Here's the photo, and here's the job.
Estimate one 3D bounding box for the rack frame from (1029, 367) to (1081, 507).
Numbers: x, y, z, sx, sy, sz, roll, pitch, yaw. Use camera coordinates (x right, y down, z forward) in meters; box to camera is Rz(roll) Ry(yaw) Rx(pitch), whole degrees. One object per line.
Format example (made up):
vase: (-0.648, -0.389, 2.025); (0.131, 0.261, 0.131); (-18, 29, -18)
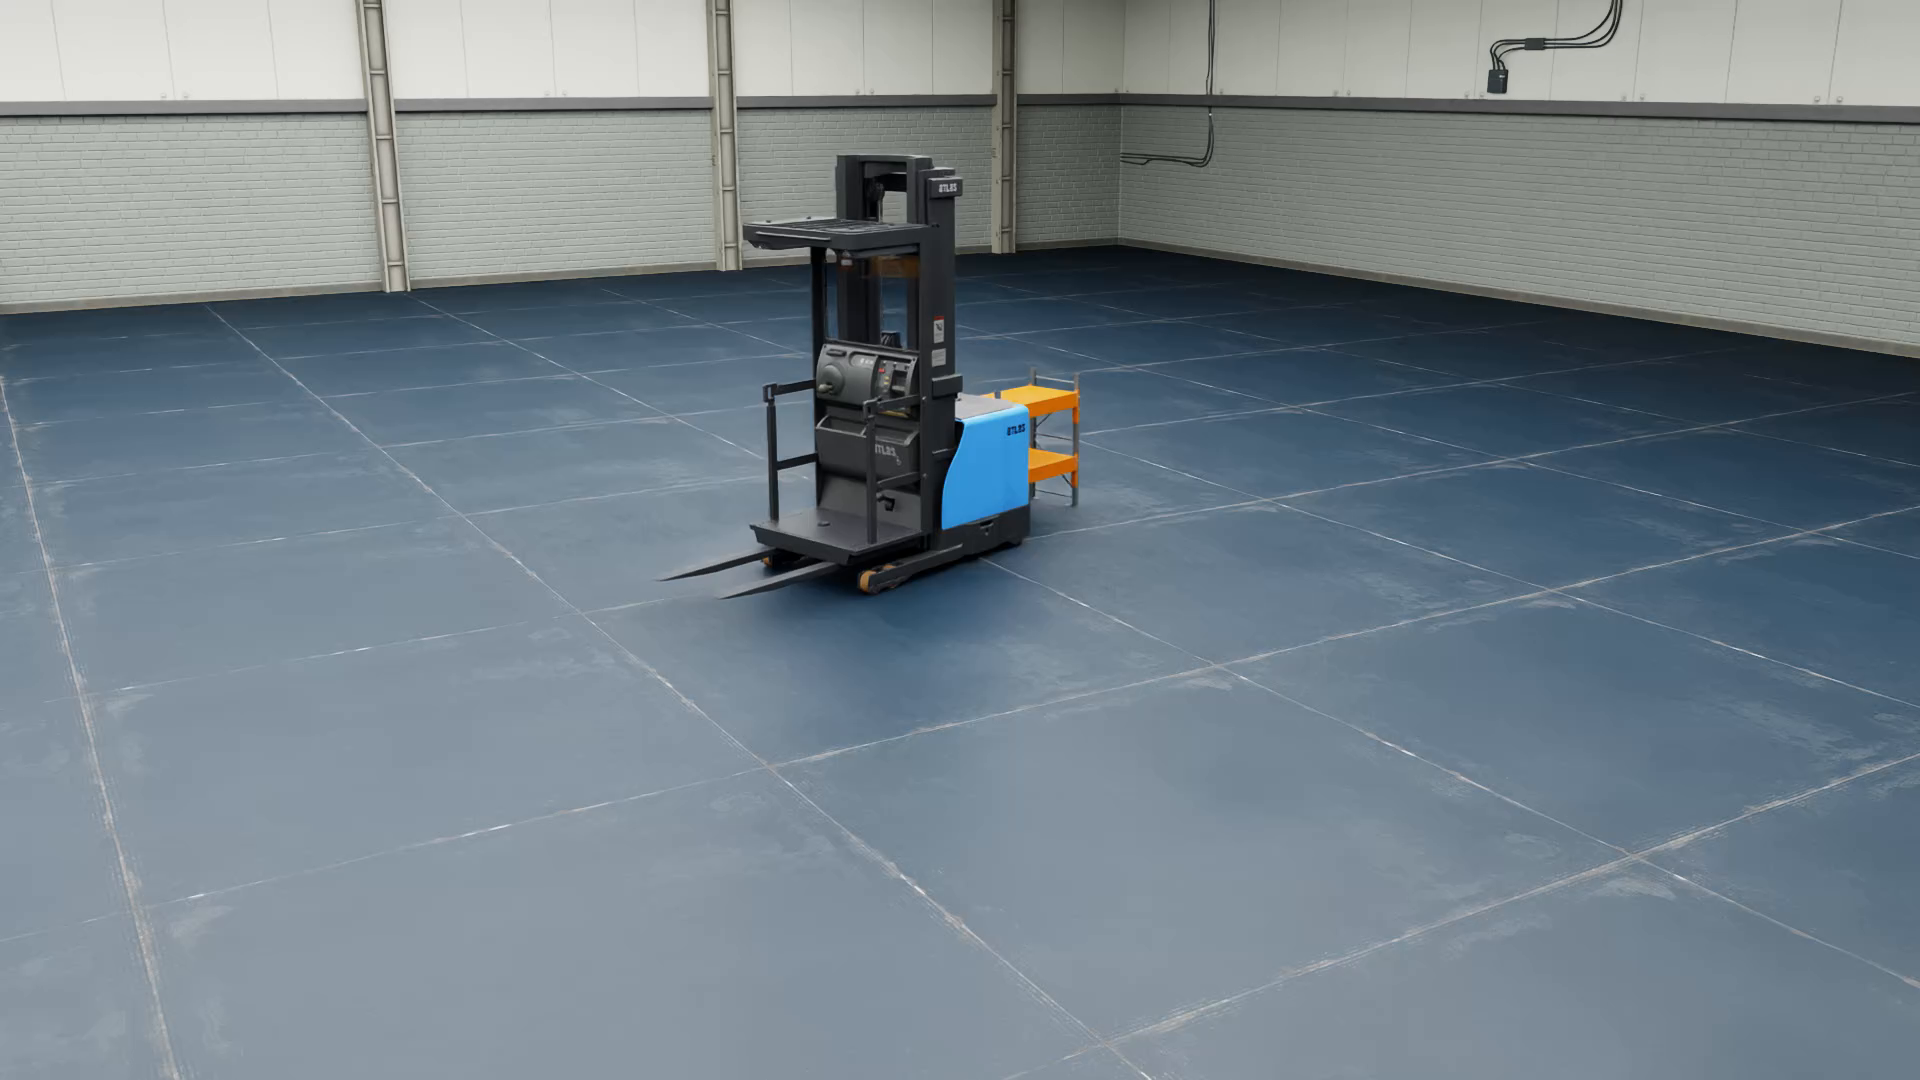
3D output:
rack frame: (0.788, -0.861, 13.899); (0.500, 1.125, 0.032); (13, 20, 39)

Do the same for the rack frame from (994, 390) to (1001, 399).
rack frame: (0.120, -0.655, 13.161); (0.500, 1.125, 0.032); (13, 20, 39)

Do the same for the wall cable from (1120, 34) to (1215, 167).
wall cable: (4.084, -8.773, 33.288); (0.112, 2.526, 3.097); (-9, 18, -30)

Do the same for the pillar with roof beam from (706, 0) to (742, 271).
pillar with roof beam: (-2.048, -8.335, 25.971); (0.400, 9.000, 9.100); (-9, 18, -30)

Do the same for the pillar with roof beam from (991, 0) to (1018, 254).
pillar with roof beam: (3.095, -9.169, 28.947); (0.400, 9.000, 9.100); (-9, 18, -30)

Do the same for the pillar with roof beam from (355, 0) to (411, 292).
pillar with roof beam: (-7.191, -7.501, 22.996); (0.400, 9.000, 9.100); (-9, 18, -30)

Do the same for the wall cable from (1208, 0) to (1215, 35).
wall cable: (5.478, -10.579, 30.374); (0.112, 2.526, 3.097); (-9, 18, -30)

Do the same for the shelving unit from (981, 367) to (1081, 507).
shelving unit: (0.454, -0.758, 13.530); (0.538, 1.125, 1.048); (13, 20, 39)

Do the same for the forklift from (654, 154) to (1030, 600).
forklift: (-0.807, -1.185, 11.706); (1.130, 2.935, 3.031); (13, 20, 39)

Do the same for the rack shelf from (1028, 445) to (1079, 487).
rack shelf: (0.454, -0.523, 13.596); (0.538, 0.278, 1.000); (13, 20, 39)

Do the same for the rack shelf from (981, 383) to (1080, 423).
rack shelf: (0.454, -1.040, 13.451); (0.538, 0.278, 1.000); (13, 20, 39)

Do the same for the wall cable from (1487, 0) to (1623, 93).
wall cable: (8.960, -9.707, 24.567); (0.169, 6.003, 2.305); (-9, 18, -30)
